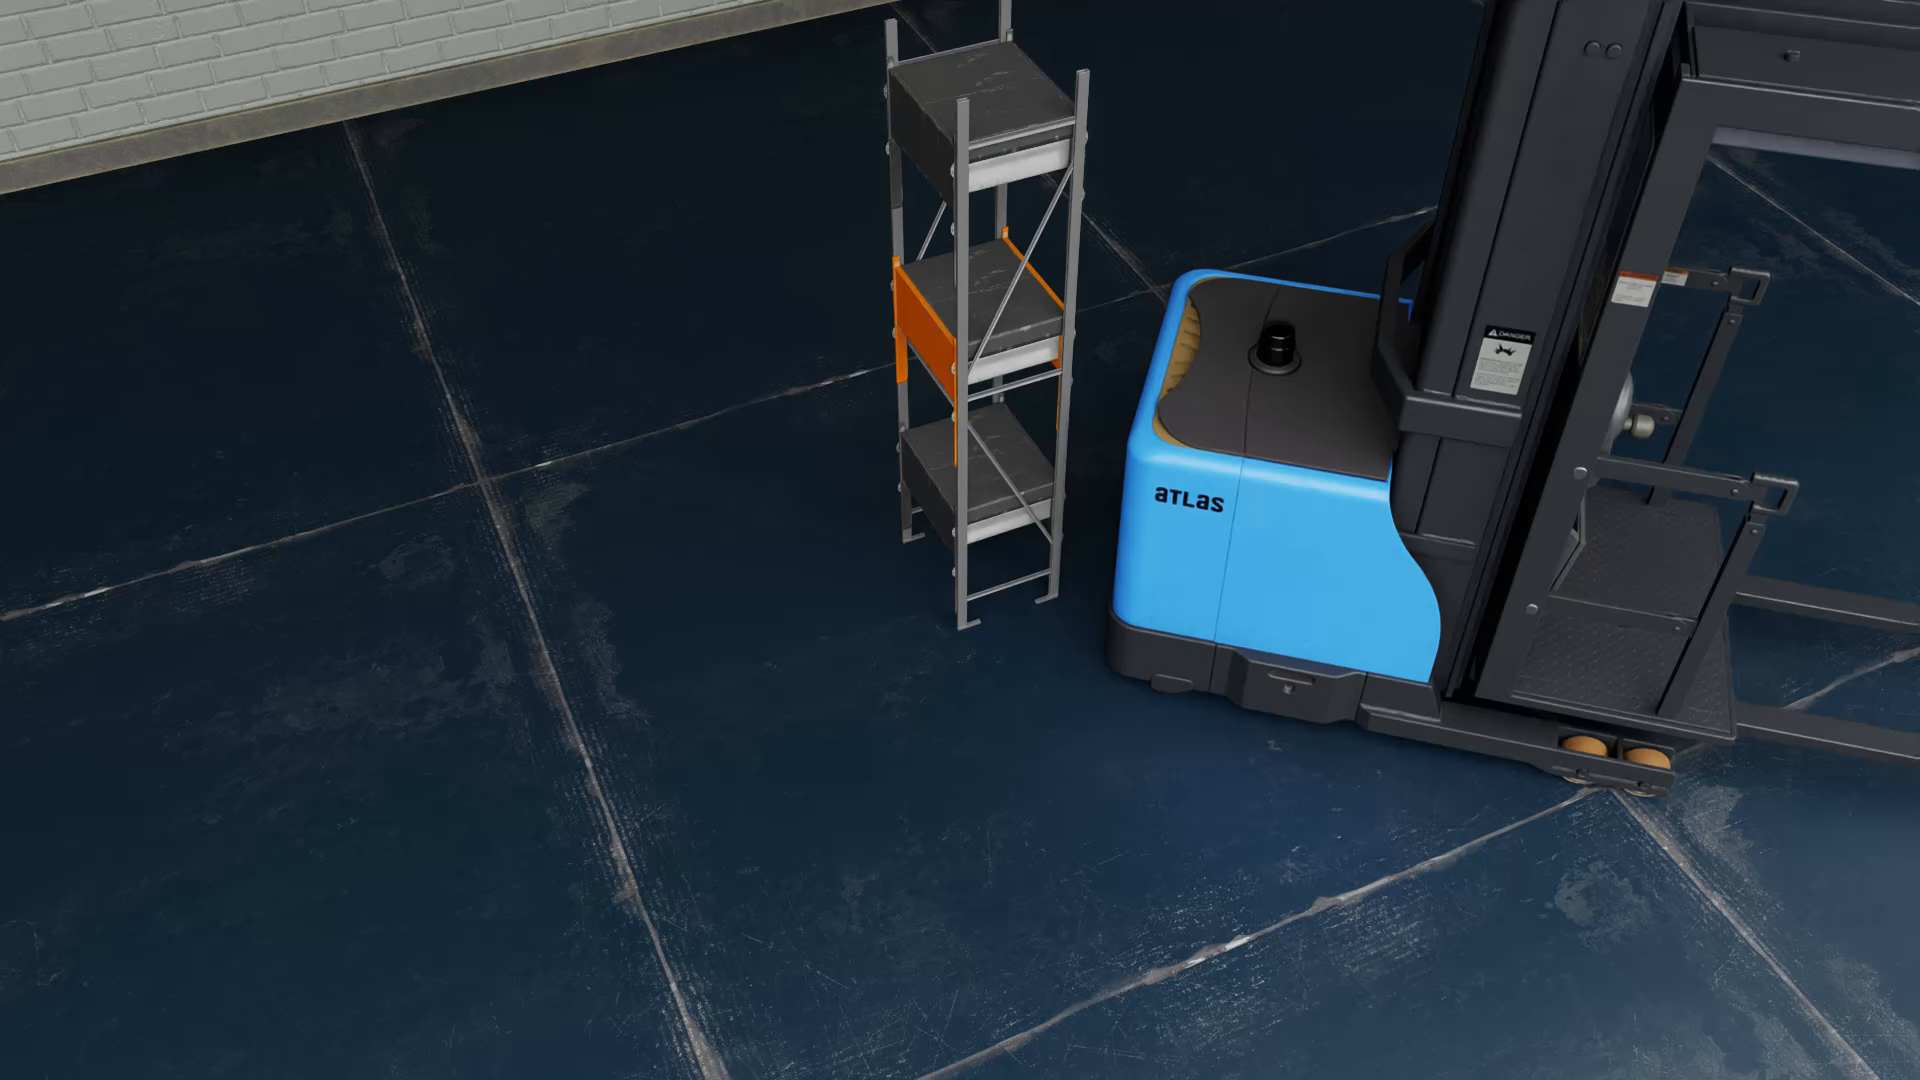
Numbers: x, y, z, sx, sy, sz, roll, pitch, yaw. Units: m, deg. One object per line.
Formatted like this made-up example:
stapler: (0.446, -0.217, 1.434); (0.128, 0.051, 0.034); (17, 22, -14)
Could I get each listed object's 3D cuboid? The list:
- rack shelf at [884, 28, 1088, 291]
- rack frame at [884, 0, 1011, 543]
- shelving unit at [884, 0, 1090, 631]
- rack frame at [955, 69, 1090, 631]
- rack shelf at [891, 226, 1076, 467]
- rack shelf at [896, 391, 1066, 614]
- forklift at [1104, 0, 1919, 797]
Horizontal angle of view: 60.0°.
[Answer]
rack shelf: (0.070, -1.130, 4.924); (0.431, 0.518, 0.480); (-18, 47, -17)
rack frame: (-0.033, -0.797, 5.563); (0.400, 2.100, 0.015); (-18, 47, -17)
shelving unit: (0.070, -0.642, 5.406); (0.431, 2.100, 0.503); (-18, 47, -17)
rack frame: (0.172, -0.486, 5.248); (0.400, 2.100, 0.015); (-18, 47, -17)
rack shelf: (0.070, -0.632, 5.415); (0.431, 0.518, 0.480); (-18, 47, -17)
rack shelf: (0.070, -0.134, 5.907); (0.431, 0.518, 0.480); (-18, 47, -17)
forklift: (2.072, -0.626, 4.798); (3.031, 2.935, 1.130); (11, 46, 11)
